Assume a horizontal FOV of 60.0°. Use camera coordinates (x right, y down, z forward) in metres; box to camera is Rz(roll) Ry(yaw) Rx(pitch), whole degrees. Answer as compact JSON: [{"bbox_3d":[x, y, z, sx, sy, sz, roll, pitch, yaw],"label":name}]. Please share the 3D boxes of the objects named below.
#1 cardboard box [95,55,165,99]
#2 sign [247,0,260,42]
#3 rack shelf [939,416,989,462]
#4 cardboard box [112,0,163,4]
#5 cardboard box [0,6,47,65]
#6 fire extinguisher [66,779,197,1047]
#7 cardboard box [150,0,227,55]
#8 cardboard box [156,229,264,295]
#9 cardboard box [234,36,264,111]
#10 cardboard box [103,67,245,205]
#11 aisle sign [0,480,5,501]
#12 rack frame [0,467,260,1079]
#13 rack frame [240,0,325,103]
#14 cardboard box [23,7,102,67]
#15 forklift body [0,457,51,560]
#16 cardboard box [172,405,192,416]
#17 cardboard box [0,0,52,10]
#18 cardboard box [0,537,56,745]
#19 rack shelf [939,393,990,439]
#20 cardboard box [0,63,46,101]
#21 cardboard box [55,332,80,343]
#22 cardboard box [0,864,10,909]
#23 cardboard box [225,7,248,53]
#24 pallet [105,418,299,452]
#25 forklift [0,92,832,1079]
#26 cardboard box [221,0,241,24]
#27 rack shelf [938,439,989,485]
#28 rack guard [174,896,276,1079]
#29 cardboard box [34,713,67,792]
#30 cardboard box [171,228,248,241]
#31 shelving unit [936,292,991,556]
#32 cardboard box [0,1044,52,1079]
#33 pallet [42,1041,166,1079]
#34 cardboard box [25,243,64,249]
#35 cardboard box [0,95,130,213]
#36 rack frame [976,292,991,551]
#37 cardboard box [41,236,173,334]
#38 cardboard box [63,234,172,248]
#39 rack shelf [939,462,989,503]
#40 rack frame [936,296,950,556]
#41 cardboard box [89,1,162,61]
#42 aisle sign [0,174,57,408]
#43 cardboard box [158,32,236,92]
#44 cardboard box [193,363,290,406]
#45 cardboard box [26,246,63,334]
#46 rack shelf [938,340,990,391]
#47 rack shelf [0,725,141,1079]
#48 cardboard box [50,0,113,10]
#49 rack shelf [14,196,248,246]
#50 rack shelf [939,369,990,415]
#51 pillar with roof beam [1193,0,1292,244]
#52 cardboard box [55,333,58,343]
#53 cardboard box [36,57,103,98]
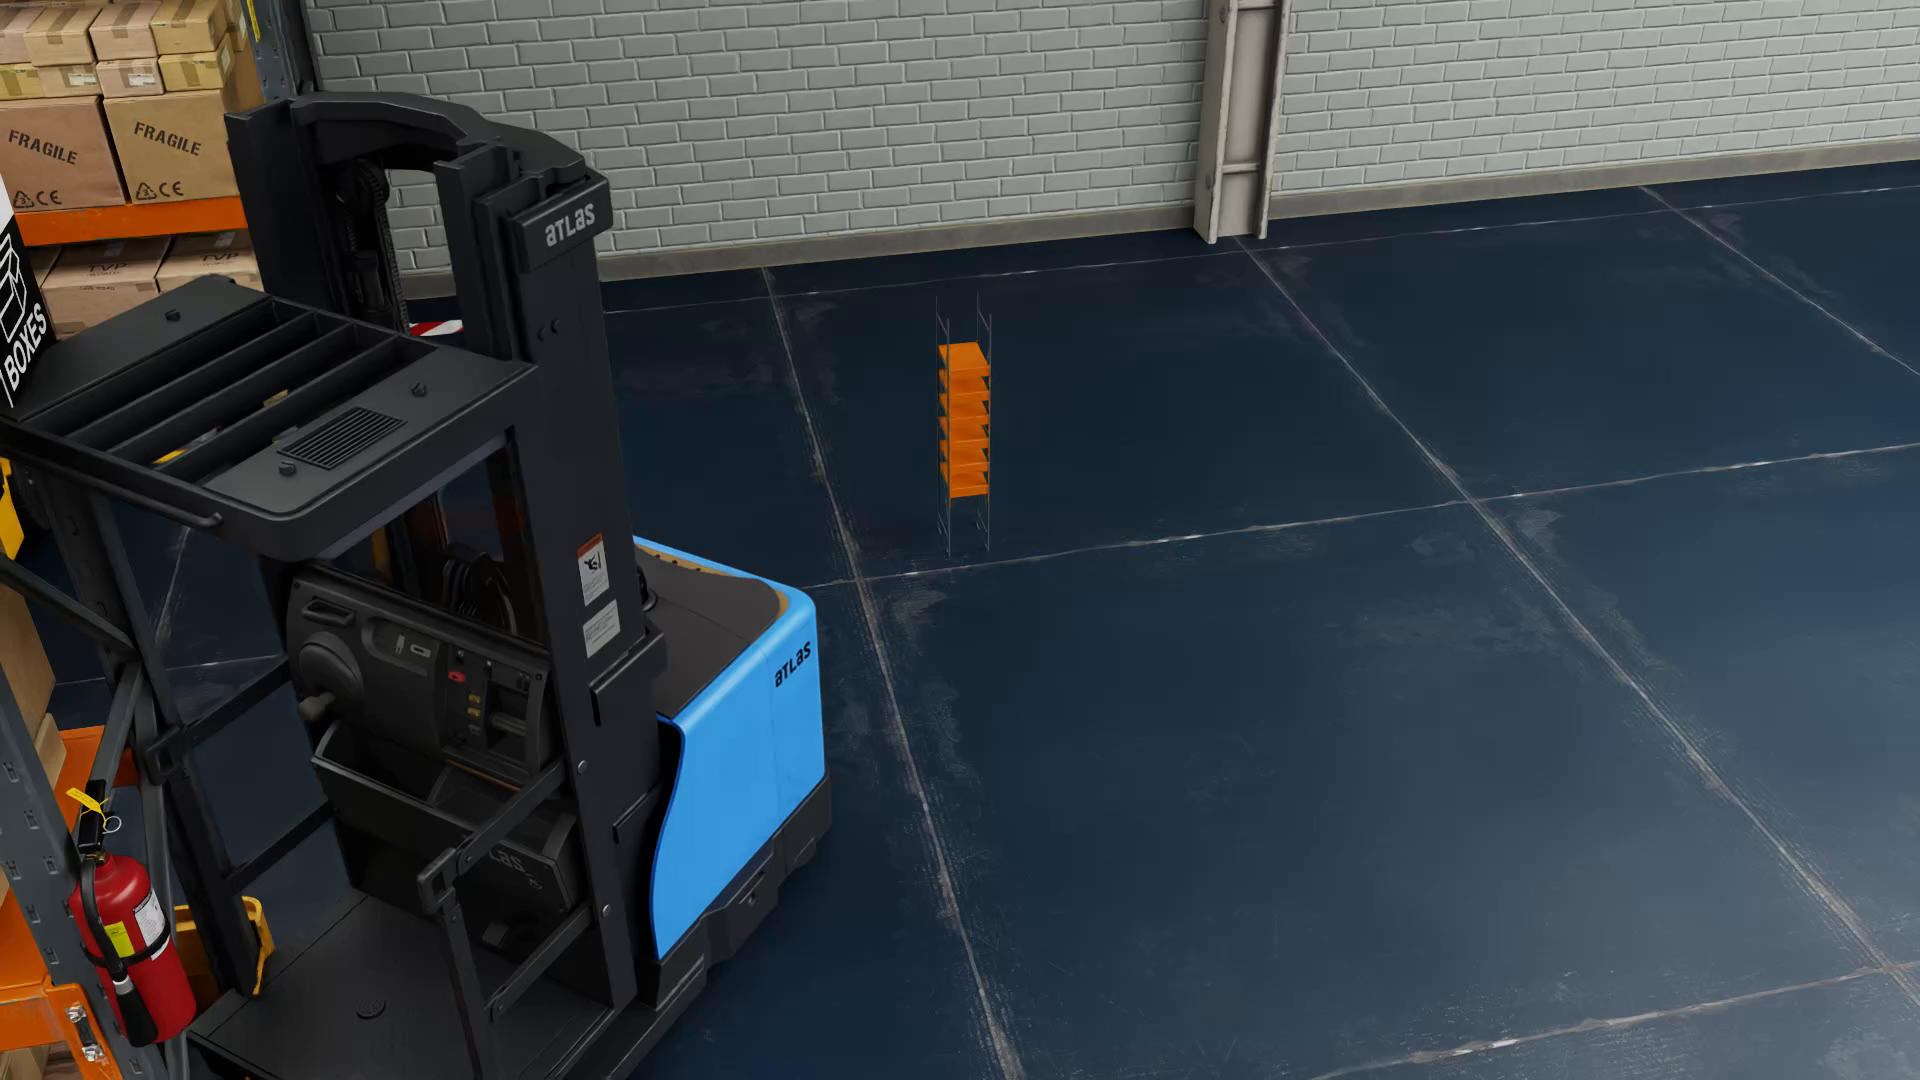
[{"bbox_3d":[-3.761,-2.160,7.605,0.250,0.149,0.380,-7,34,-10],"label":"cardboard box"},{"bbox_3d":[-3.136,-2.374,7.345,0.005,0.325,0.100,-7,35,-11],"label":"sign"},{"bbox_3d":[0.014,-0.463,7.443,0.180,0.103,0.258,-7,35,-11],"label":"rack shelf"},{"bbox_3d":[-3.890,-2.602,7.997,0.250,0.149,0.380,-6,34,-9],"label":"cardboard box"},{"bbox_3d":[-4.287,-2.283,7.522,0.250,0.149,0.380,-7,34,-10],"label":"cardboard box"},{"bbox_3d":[-1.930,0.874,3.825,0.183,0.674,0.296,-7,35,-11],"label":"fire extinguisher"},{"bbox_3d":[-3.545,-2.368,7.647,0.250,0.149,0.380,-7,35,-10],"label":"cardboard box"},{"bbox_3d":[-3.623,-1.314,8.209,0.500,0.250,0.500,-6,34,-9],"label":"cardboard box"},{"bbox_3d":[-3.787,-2.223,8.282,0.500,0.500,0.500,-6,34,-9],"label":"cardboard box"},{"bbox_3d":[-3.664,-1.930,7.845,0.500,0.500,0.500,-8,35,-12],"label":"cardboard box"},{"bbox_3d":[-2.019,-0.324,3.208,0.004,0.787,0.394,-7,35,-11],"label":"aisle sign"},{"bbox_3d":[-2.144,0.605,4.156,0.127,3.000,1.000,-7,35,-11],"label":"rack frame"},{"bbox_3d":[-3.242,-2.092,8.175,0.127,3.000,1.000,-7,35,-11],"label":"rack frame"},{"bbox_3d":[-4.028,-2.274,7.507,0.250,0.149,0.380,-6,34,-9],"label":"cardboard box"},{"bbox_3d":[-4.689,-0.515,6.587,1.214,2.155,2.313,-7,35,-11],"label":"forklift body"},{"bbox_3d":[-4.118,-0.839,8.399,0.500,0.250,0.500,-7,35,-11],"label":"cardboard box"},{"bbox_3d":[-4.379,-2.525,7.882,0.250,0.149,0.380,-7,34,-10],"label":"cardboard box"},{"bbox_3d":[-2.667,0.348,4.183,0.500,0.500,0.500,-8,35,-11],"label":"cardboard box"},{"bbox_3d":[0.014,-0.563,7.376,0.180,0.103,0.258,-7,35,-11],"label":"rack shelf"},{"bbox_3d":[-4.272,-2.137,7.571,0.250,0.149,0.380,-7,35,-11],"label":"cardboard box"},{"bbox_3d":[-4.140,-1.047,8.260,0.500,0.250,0.500,-8,35,-11],"label":"cardboard box"},{"bbox_3d":[-2.461,0.872,3.984,0.250,0.149,0.380,-6,34,-9],"label":"cardboard box"},{"bbox_3d":[-3.630,-2.502,8.115,0.250,0.149,0.380,-8,35,-12],"label":"cardboard box"},{"bbox_3d":[-3.979,-0.817,8.778,1.213,0.211,1.003,-7,35,-11],"label":"pallet"},{"bbox_3d":[-1.610,0.450,4.449,1.130,2.935,3.031,17,37,23],"label":"forklift"},{"bbox_3d":[-3.617,-2.601,7.995,0.250,0.149,0.380,-8,35,-11],"label":"cardboard box"},{"bbox_3d":[0.014,-0.363,7.510,0.180,0.103,0.258,-7,35,-11],"label":"rack shelf"},{"bbox_3d":[-2.218,1.653,4.838,0.348,0.500,1.175,-7,35,-11],"label":"rack guard"},{"bbox_3d":[-2.521,0.639,4.331,0.250,0.149,0.380,-7,35,-10],"label":"cardboard box"},{"bbox_3d":[-3.753,-1.583,8.611,0.500,0.250,0.500,-8,35,-11],"label":"cardboard box"},{"bbox_3d":[0.014,-0.500,7.418,0.189,1.200,0.258,-7,35,-11],"label":"shelving unit"},{"bbox_3d":[-2.992,1.522,4.881,0.500,0.250,0.500,-7,35,-11],"label":"cardboard box"},{"bbox_3d":[-3.018,1.853,4.799,1.213,0.211,1.003,-7,35,-11],"label":"pallet"},{"bbox_3d":[-4.730,-1.464,8.434,0.500,0.250,0.500,-7,35,-11],"label":"cardboard box"},{"bbox_3d":[-4.173,-1.871,7.757,0.500,0.500,0.500,-6,34,-9],"label":"cardboard box"},{"bbox_3d":[0.103,-0.511,7.435,0.006,1.200,0.240,-7,35,-11],"label":"rack frame"},{"bbox_3d":[-4.119,-1.248,8.111,0.500,0.250,0.500,-7,34,-10],"label":"cardboard box"},{"bbox_3d":[-4.239,-1.520,8.517,0.500,0.250,0.500,-7,35,-10],"label":"cardboard box"},{"bbox_3d":[0.014,-0.264,7.577,0.180,0.103,0.258,-7,35,-11],"label":"rack shelf"},{"bbox_3d":[-0.075,-0.489,7.402,0.006,1.200,0.240,-7,35,-11],"label":"rack frame"},{"bbox_3d":[-3.779,-2.320,7.577,0.250,0.149,0.380,-7,35,-10],"label":"cardboard box"},{"bbox_3d":[-2.152,-0.650,3.694,0.004,0.787,0.394,-7,35,-11],"label":"aisle sign"},{"bbox_3d":[-3.519,-2.208,7.676,0.250,0.149,0.380,-7,34,-10],"label":"cardboard box"},{"bbox_3d":[-3.631,-0.895,8.483,0.500,0.250,0.500,-7,34,-10],"label":"cardboard box"},{"bbox_3d":[-4.609,-1.180,8.010,0.500,0.250,0.500,-7,34,-10],"label":"cardboard box"},{"bbox_3d":[0.014,-0.762,7.242,0.180,0.103,0.258,-7,35,-11],"label":"rack shelf"},{"bbox_3d":[-4.094,1.150,3.990,4.000,0.370,1.077,-7,35,-11],"label":"rack shelf"},{"bbox_3d":[-4.134,-2.547,7.915,0.250,0.149,0.380,-7,34,-10],"label":"cardboard box"},{"bbox_3d":[-5.193,-1.547,8.009,4.000,0.370,1.077,-7,35,-11],"label":"rack shelf"},{"bbox_3d":[0.014,-0.662,7.309,0.180,0.103,0.258,-7,35,-11],"label":"rack shelf"},{"bbox_3d":[2.682,-3.385,4.718,0.400,9.000,9.100,-7,35,-11],"label":"pillar with roof beam"},{"bbox_3d":[-4.639,-0.972,8.148,0.500,0.250,0.500,-8,35,-12],"label":"cardboard box"},{"bbox_3d":[-4.028,-2.162,7.607,0.250,0.149,0.380,-7,34,-10],"label":"cardboard box"}]
